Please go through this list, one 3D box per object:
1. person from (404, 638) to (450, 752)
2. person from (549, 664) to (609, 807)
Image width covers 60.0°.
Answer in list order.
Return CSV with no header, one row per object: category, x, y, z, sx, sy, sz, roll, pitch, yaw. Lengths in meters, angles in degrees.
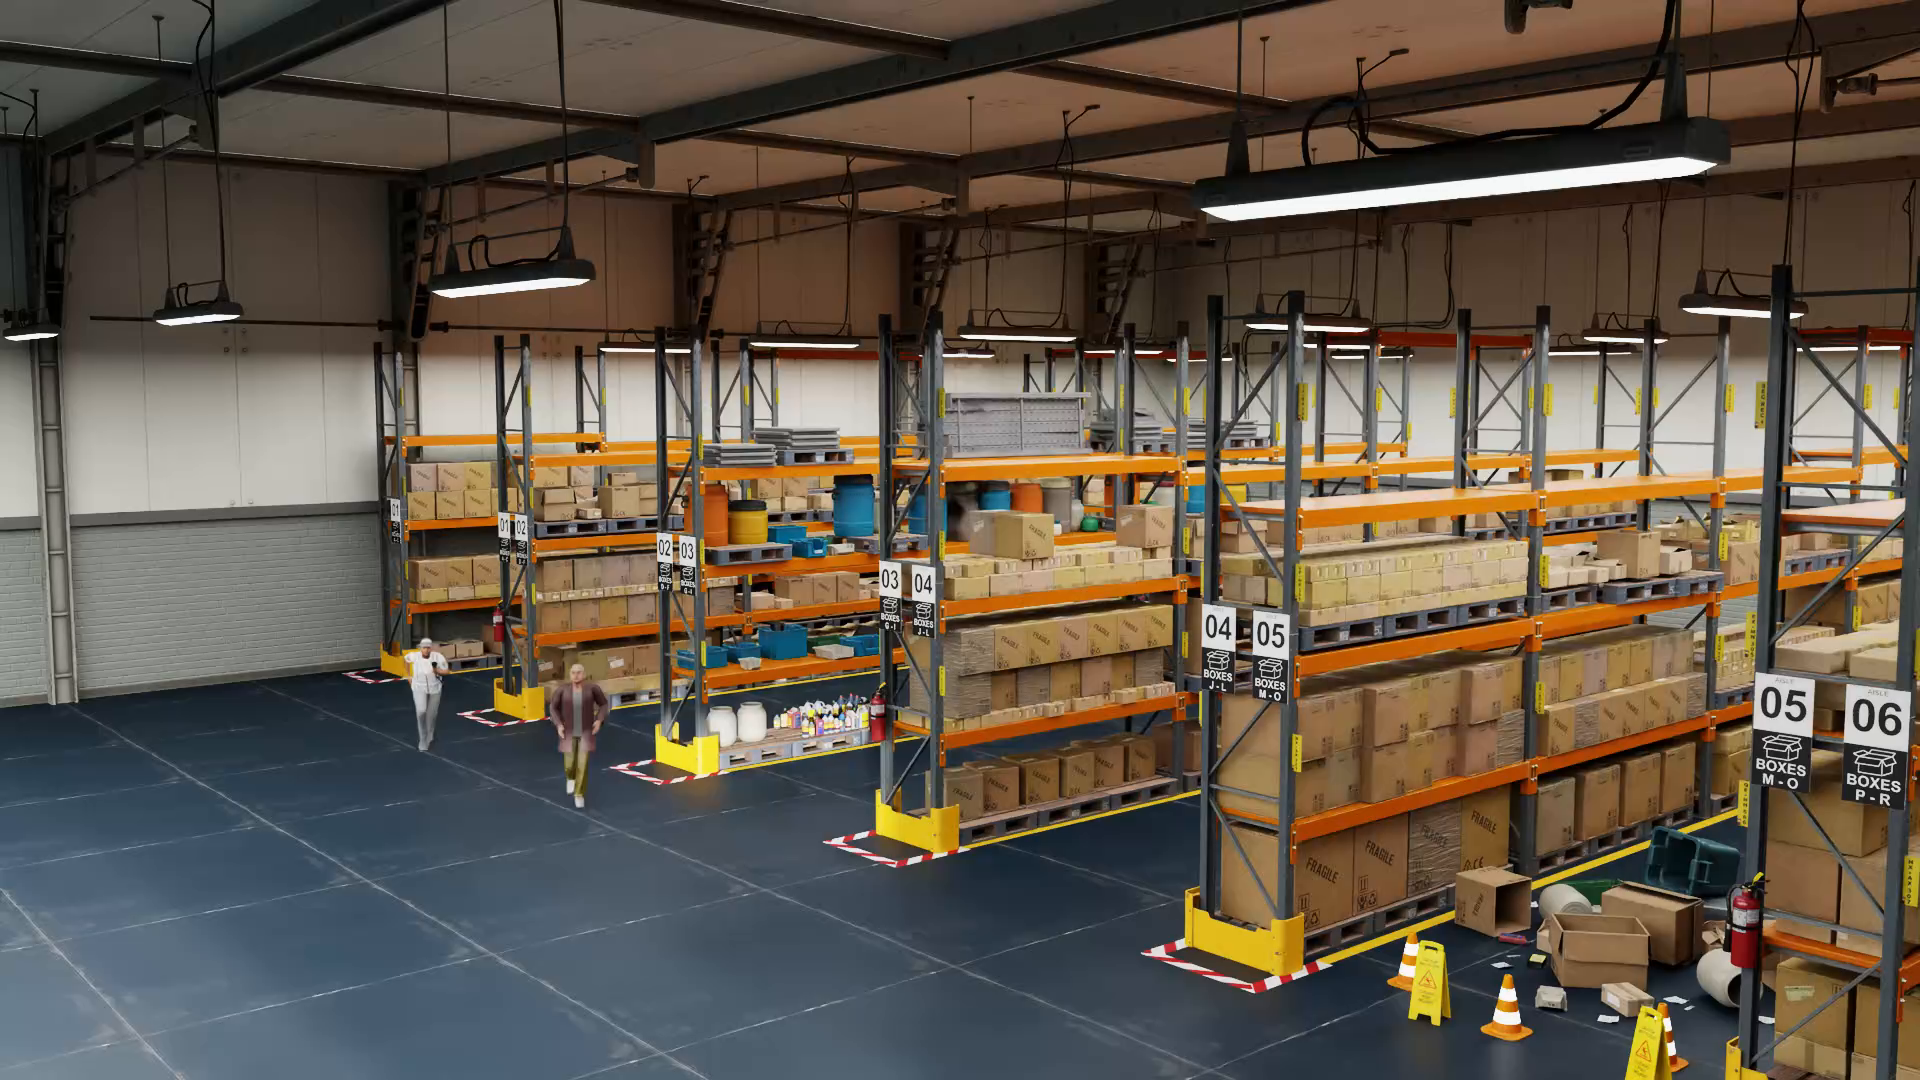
person,-7.637,2.190,23.838,0.596,1.639,0.879,-2,6,-23
person,-4.757,2.410,20.796,0.734,1.758,0.696,-1,5,-9
